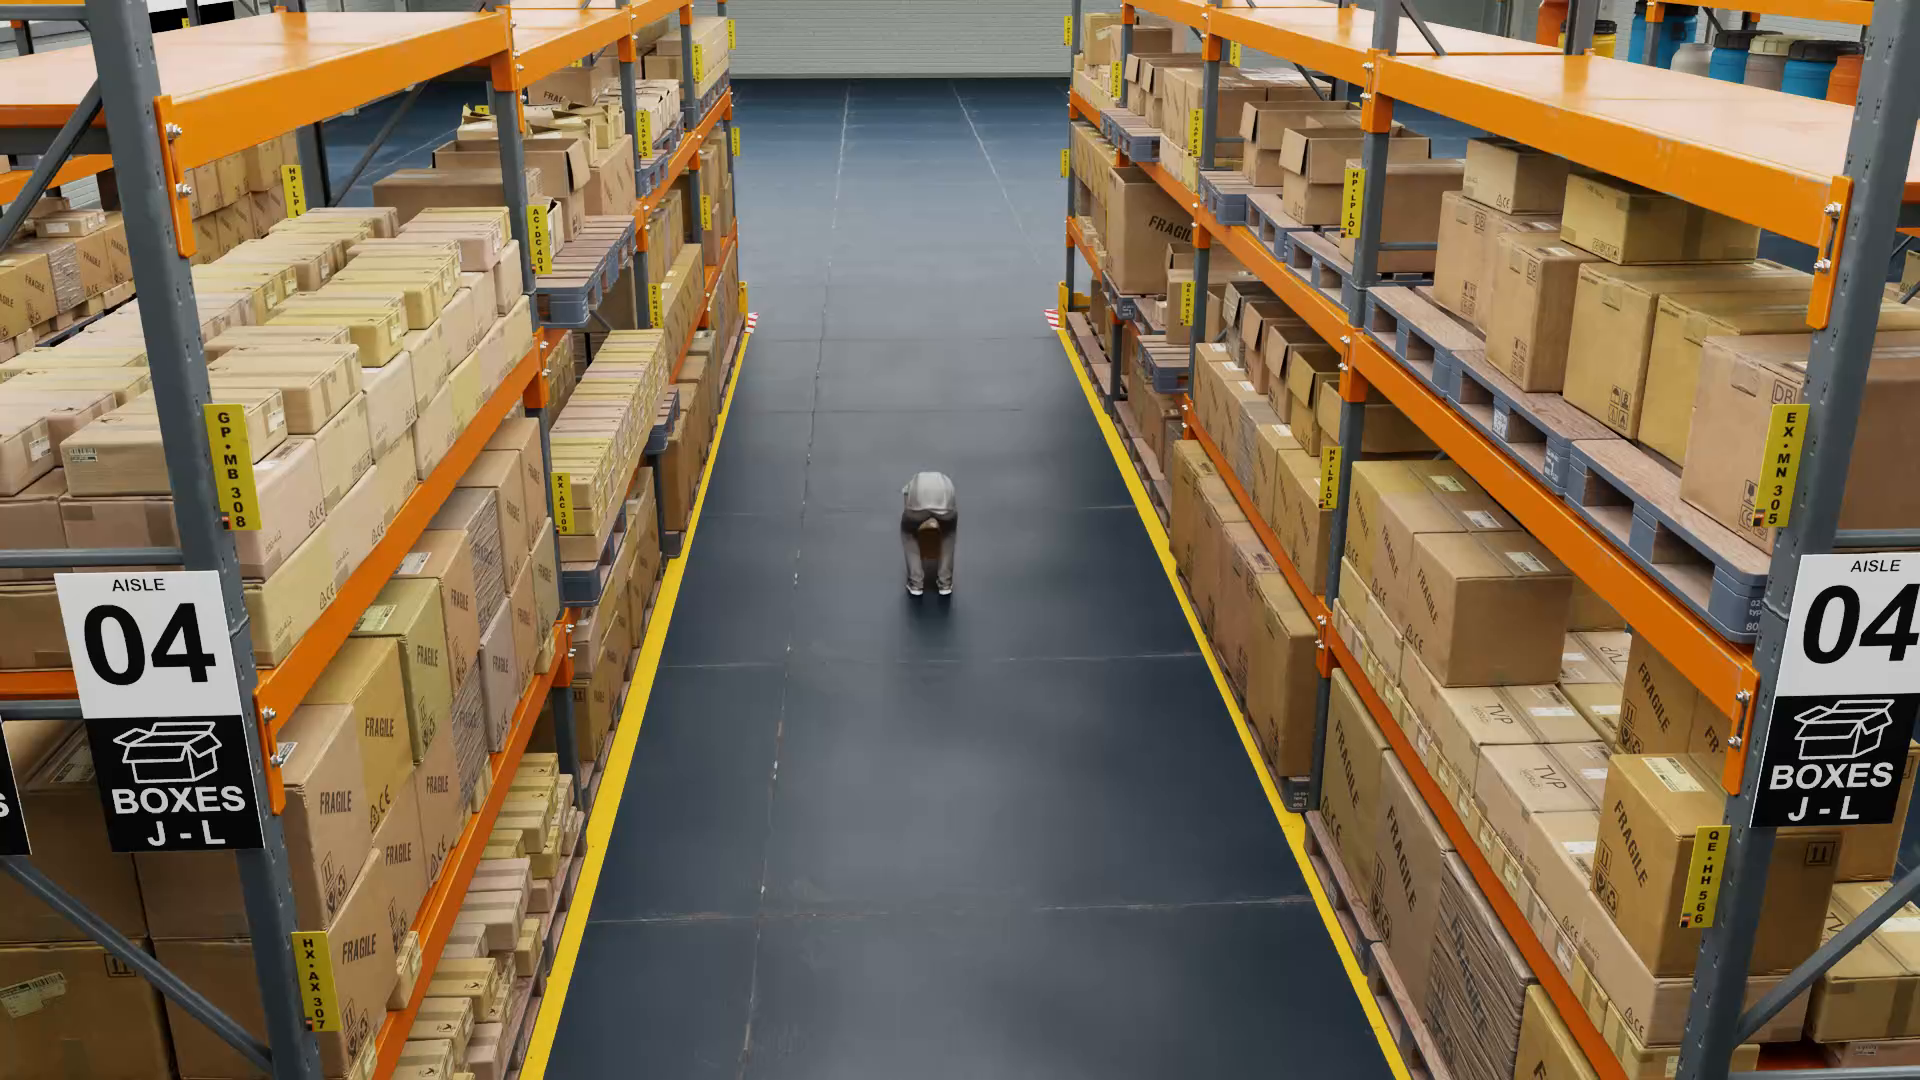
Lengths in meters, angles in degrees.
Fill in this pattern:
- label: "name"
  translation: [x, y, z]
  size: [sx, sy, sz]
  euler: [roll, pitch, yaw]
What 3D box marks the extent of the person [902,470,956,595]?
- label: "person"
  translation: [-0.240, -0.112, 12.342]
  size: [0.366, 0.923, 0.861]
  euler: [-2, 21, -6]
